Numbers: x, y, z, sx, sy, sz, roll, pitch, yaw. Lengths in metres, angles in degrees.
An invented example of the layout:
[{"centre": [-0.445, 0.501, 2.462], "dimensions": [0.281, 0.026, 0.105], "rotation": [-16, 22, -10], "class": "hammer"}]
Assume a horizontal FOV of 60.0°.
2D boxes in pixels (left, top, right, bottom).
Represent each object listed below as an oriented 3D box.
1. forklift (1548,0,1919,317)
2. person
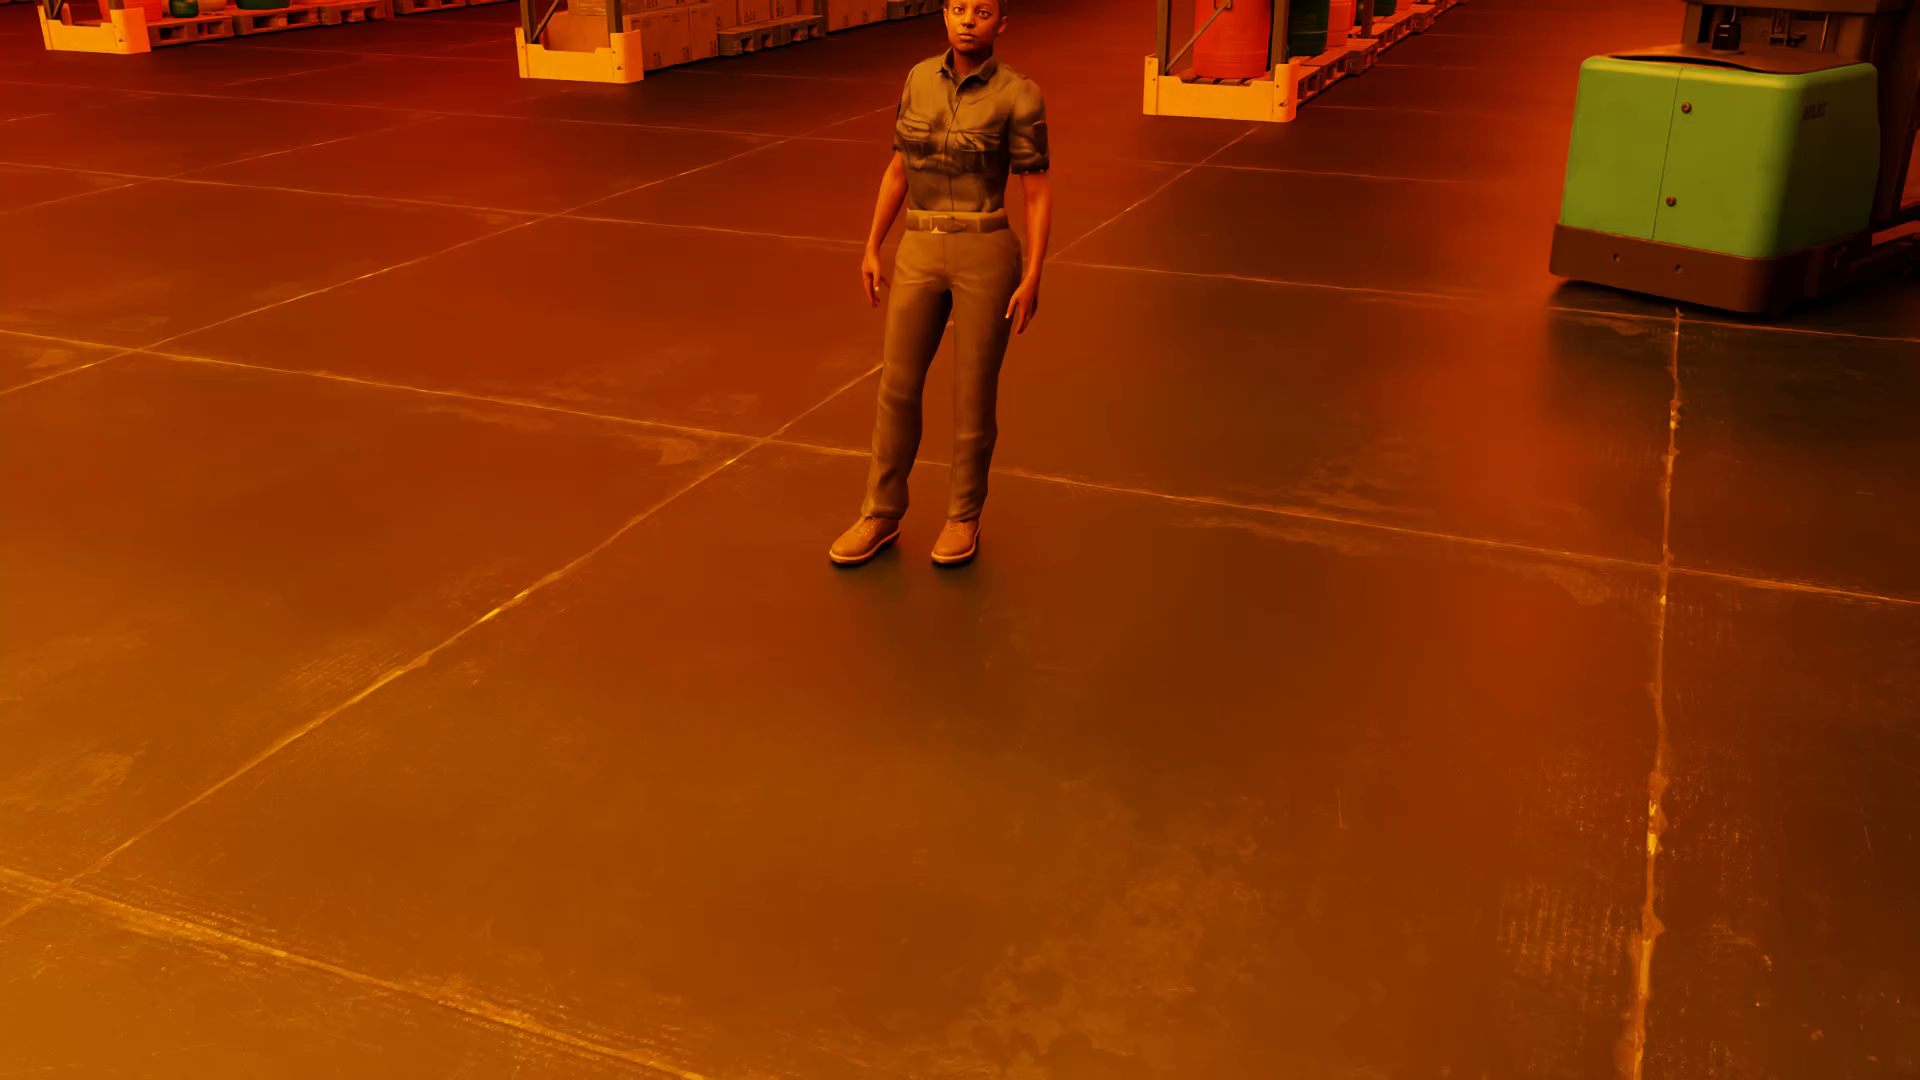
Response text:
[{"centre": [4.270, -2.799, 7.989], "dimensions": [3.031, 2.935, 1.130], "rotation": [-18, 29, -37], "class": "forklift"}, {"centre": [-0.052, -0.742, 4.704], "dimensions": [0.569, 1.654, 0.504], "rotation": [9, 24, 21], "class": "person"}]
